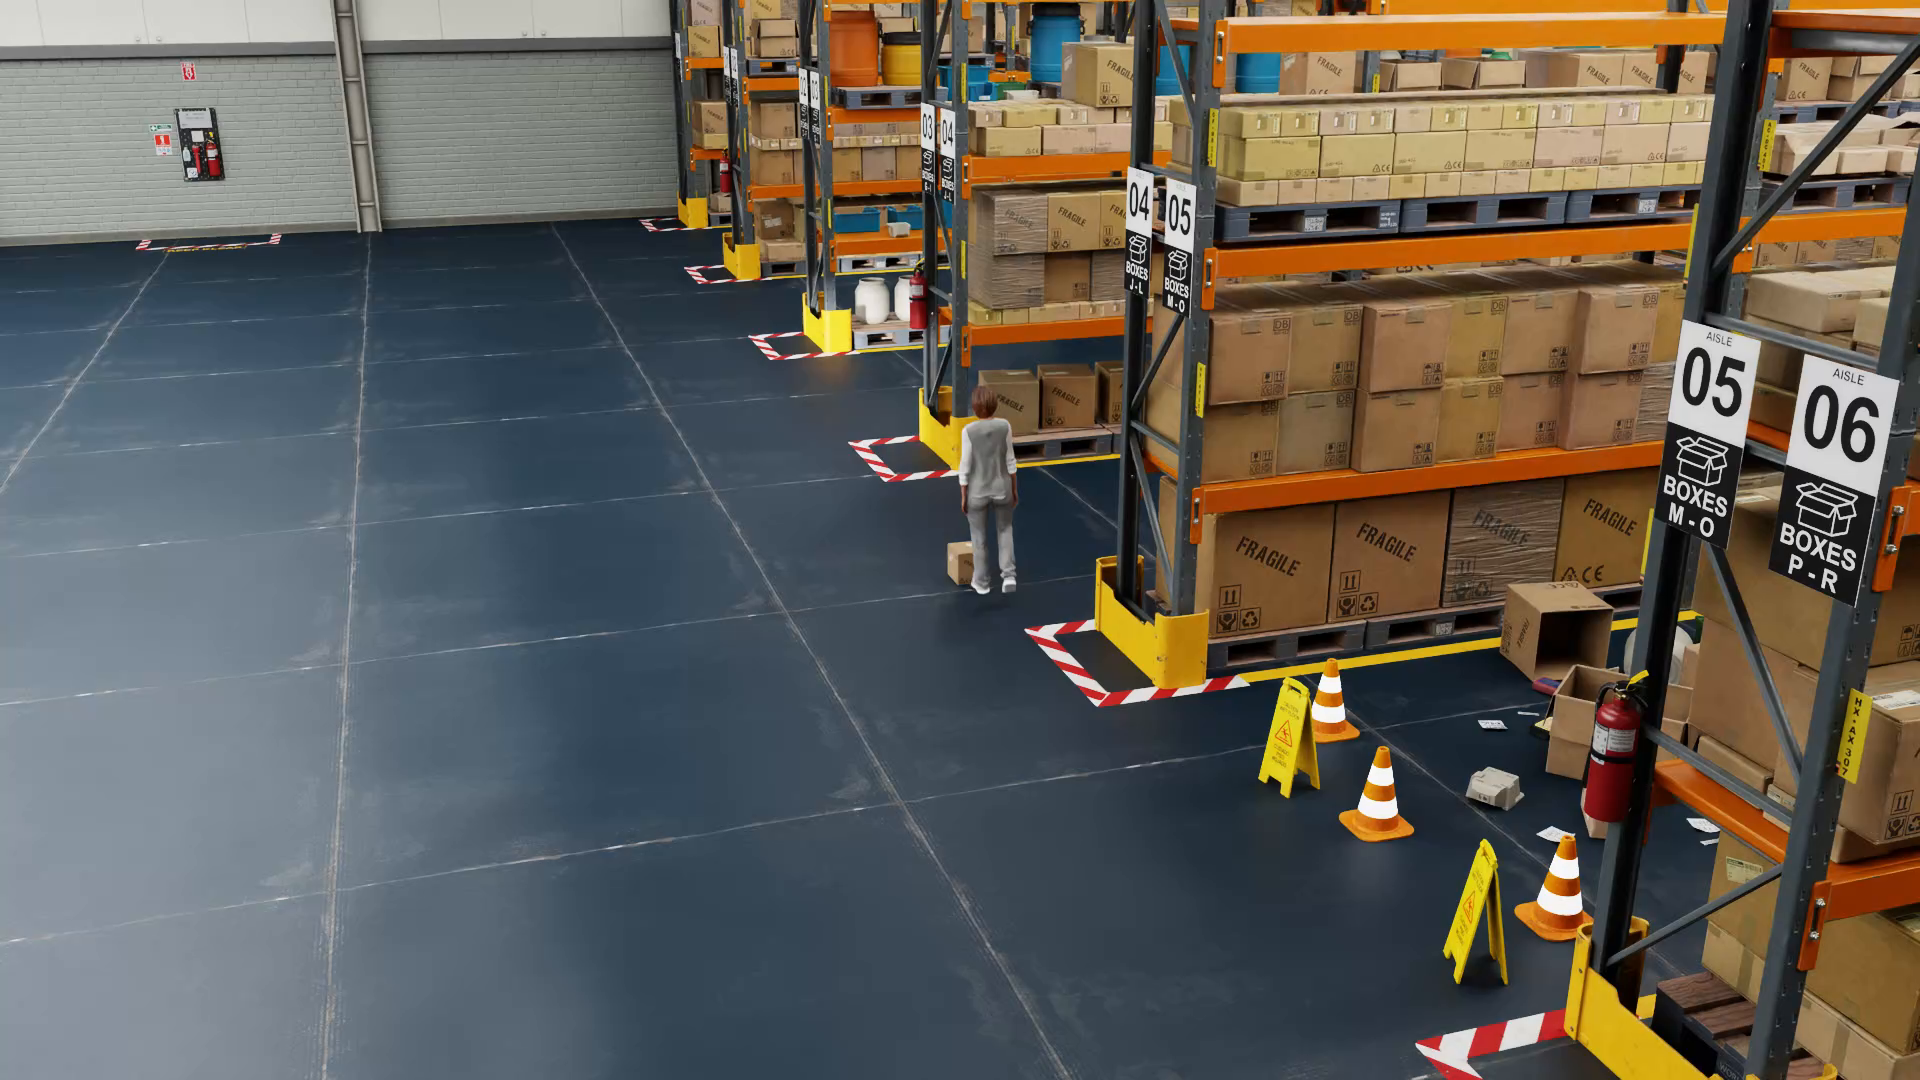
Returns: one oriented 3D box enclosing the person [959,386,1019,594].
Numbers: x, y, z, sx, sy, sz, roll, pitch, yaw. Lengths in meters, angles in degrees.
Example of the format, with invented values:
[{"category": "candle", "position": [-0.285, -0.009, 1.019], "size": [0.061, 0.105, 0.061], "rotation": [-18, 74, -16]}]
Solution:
[{"category": "person", "position": [0.190, -0.349, 11.994], "size": [0.442, 1.585, 0.518], "rotation": [-4, 20, -12]}]
